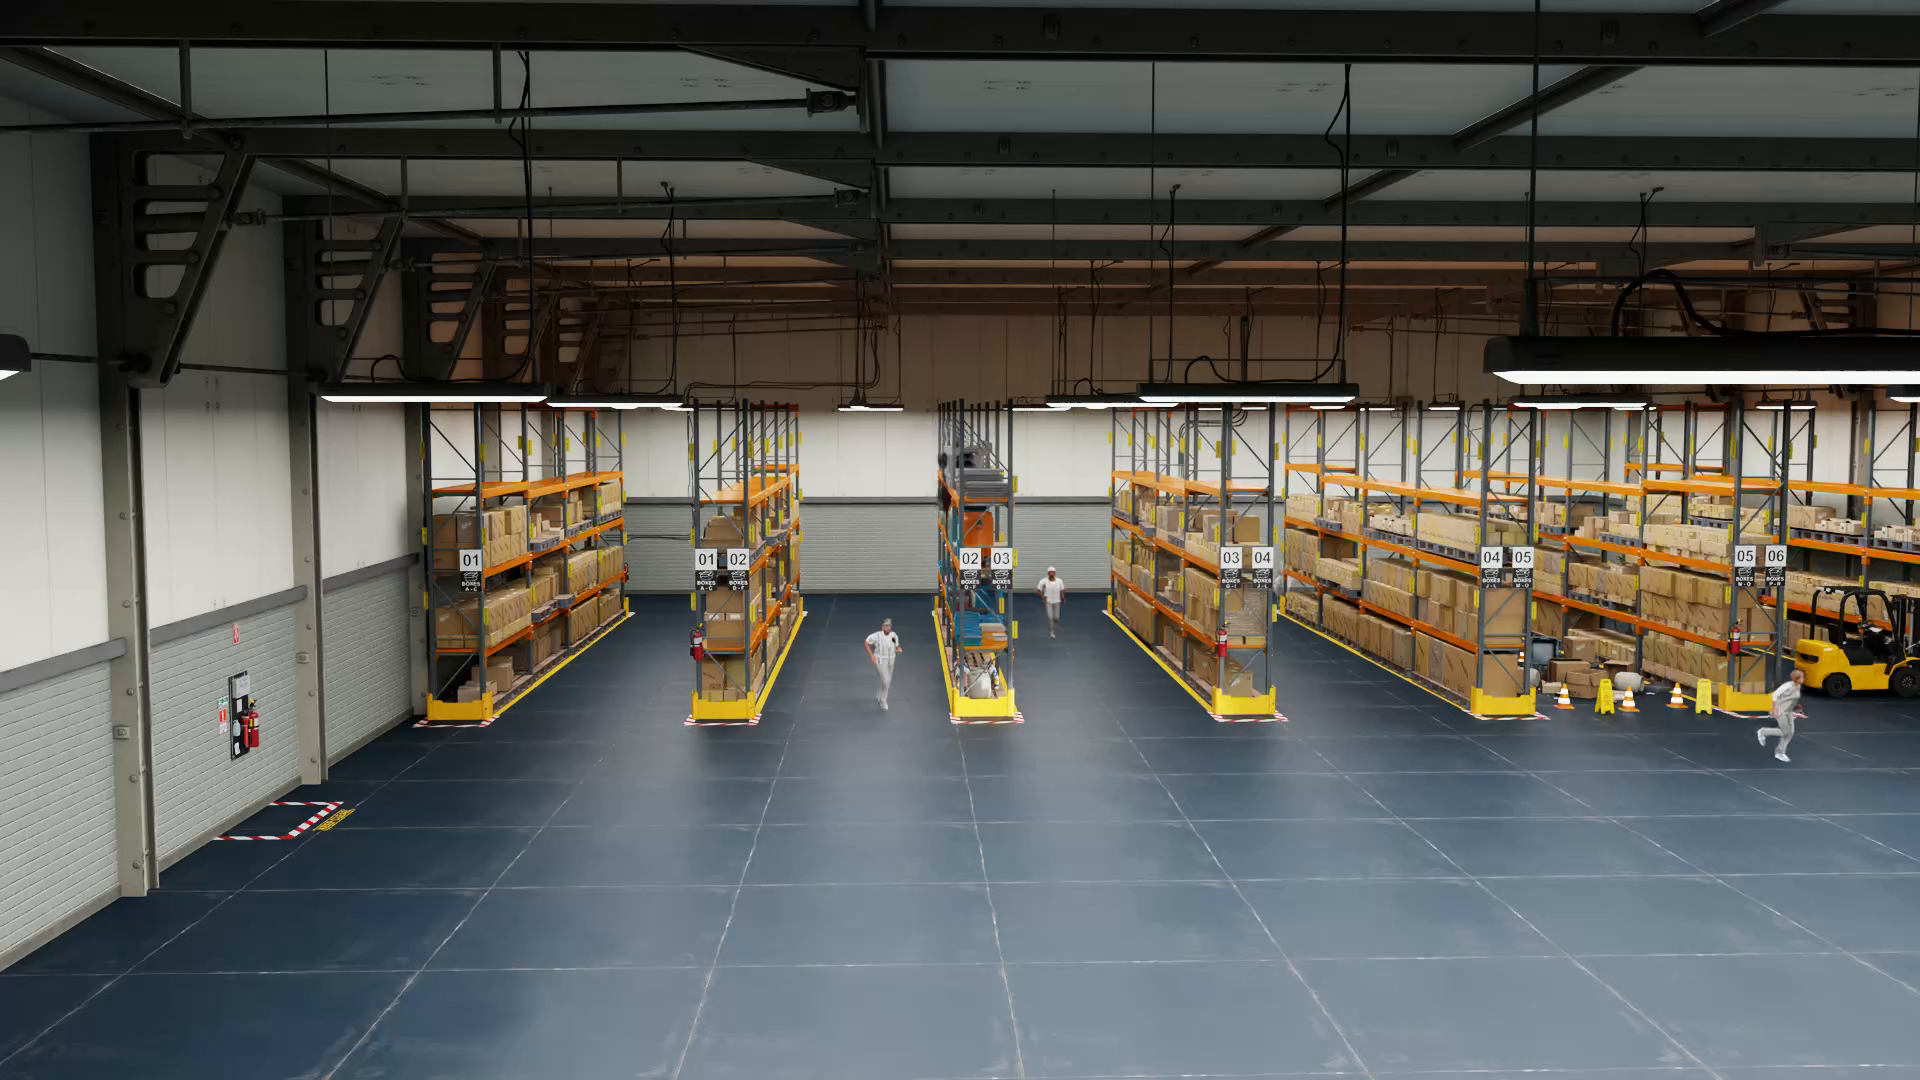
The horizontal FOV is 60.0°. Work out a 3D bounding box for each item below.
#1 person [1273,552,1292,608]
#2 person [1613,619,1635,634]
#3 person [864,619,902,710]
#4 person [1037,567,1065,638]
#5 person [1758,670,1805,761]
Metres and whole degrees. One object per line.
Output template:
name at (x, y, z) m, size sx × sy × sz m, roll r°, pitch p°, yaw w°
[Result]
person at (9.598, 1.147, 49.035) m, size 0.756 × 1.765 × 0.682 m, roll -3°, pitch 5°, yaw -31°
person at (17.167, 1.652, 42.998) m, size 0.499 × 1.716 × 0.785 m, roll -1°, pitch 4°, yaw -13°
person at (-1.459, 2.418, 32.235) m, size 0.660 × 1.822 × 0.808 m, roll -3°, pitch 5°, yaw -34°
person at (2.219, 1.507, 40.527) m, size 0.702 × 1.724 × 0.598 m, roll -1°, pitch 4°, yaw -10°
person at (13.627, 2.887, 27.595) m, size 0.533 × 1.538 × 0.720 m, roll -4°, pitch 6°, yaw -41°
